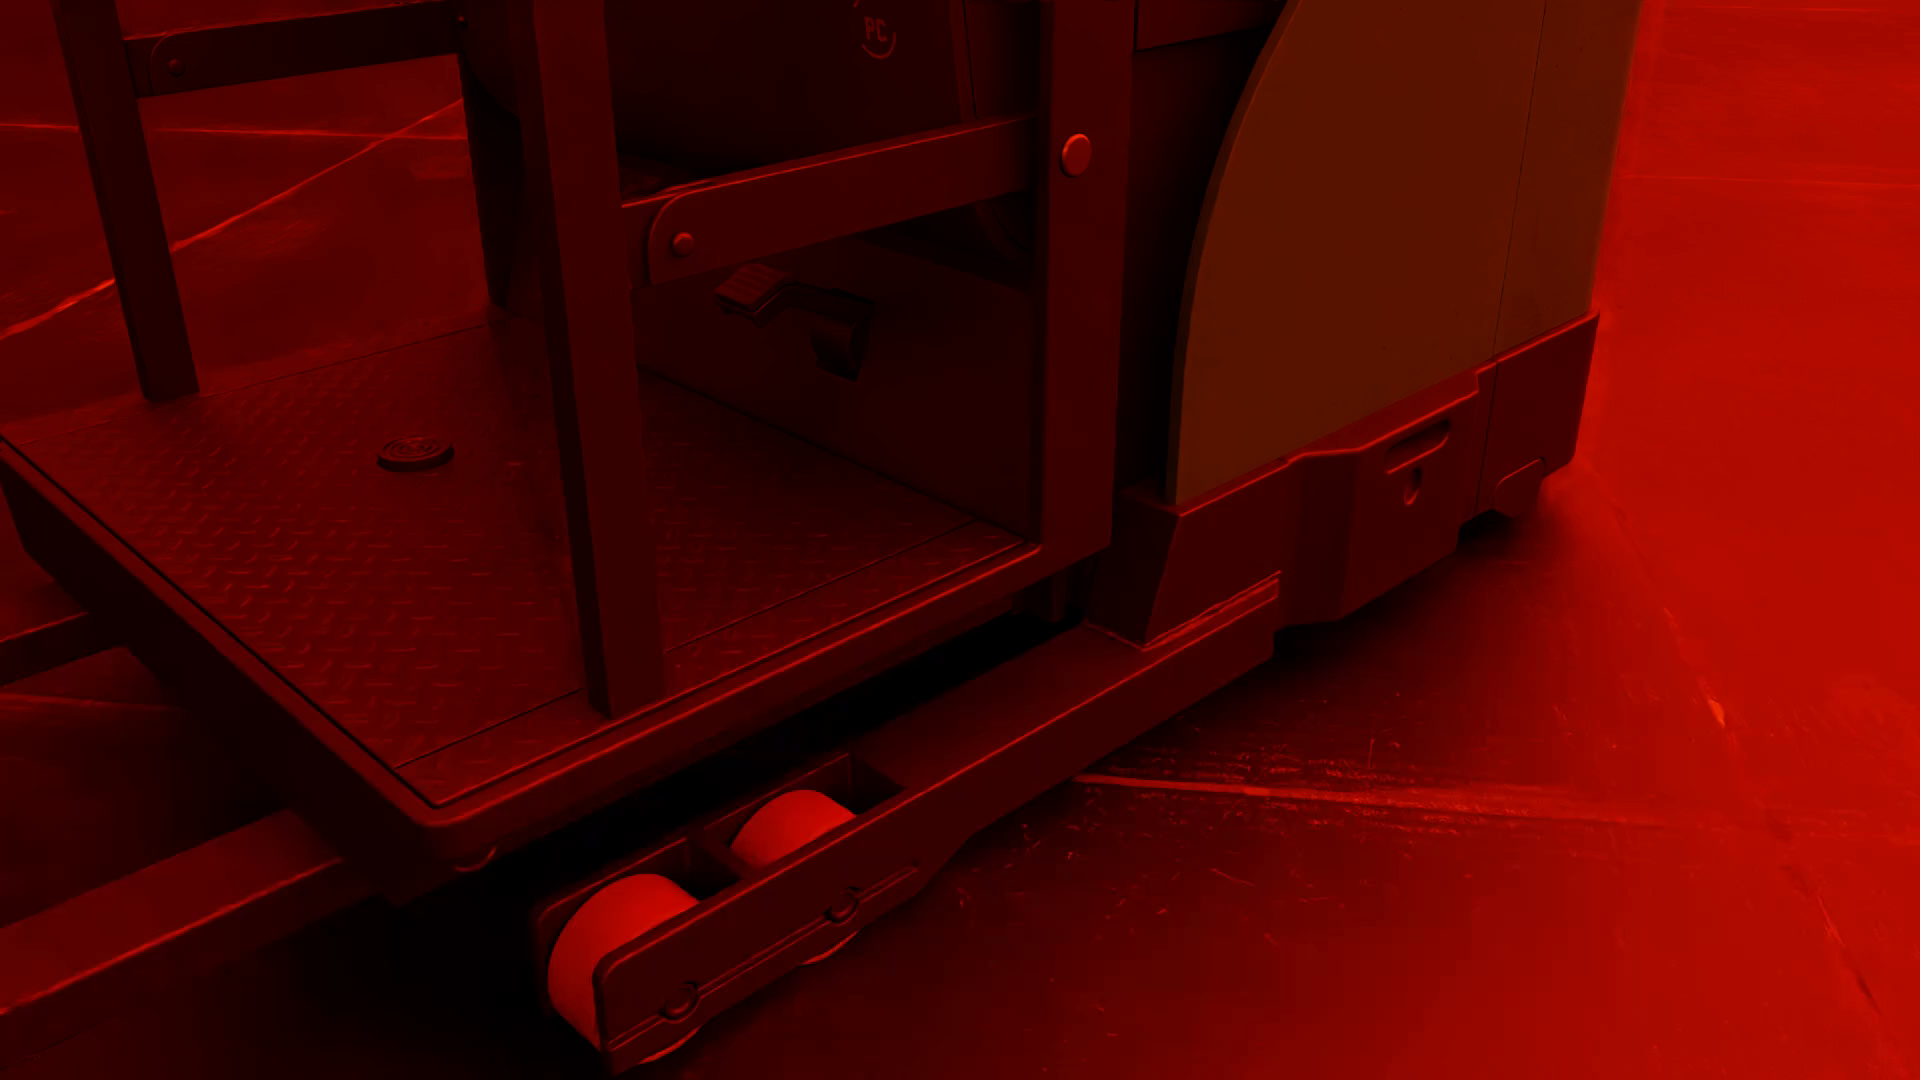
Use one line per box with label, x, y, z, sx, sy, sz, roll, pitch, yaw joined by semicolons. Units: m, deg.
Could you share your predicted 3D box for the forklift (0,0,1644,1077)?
forklift;-0.439;-1.092;1.406;3.031;2.935;1.130;-23;35;-39
